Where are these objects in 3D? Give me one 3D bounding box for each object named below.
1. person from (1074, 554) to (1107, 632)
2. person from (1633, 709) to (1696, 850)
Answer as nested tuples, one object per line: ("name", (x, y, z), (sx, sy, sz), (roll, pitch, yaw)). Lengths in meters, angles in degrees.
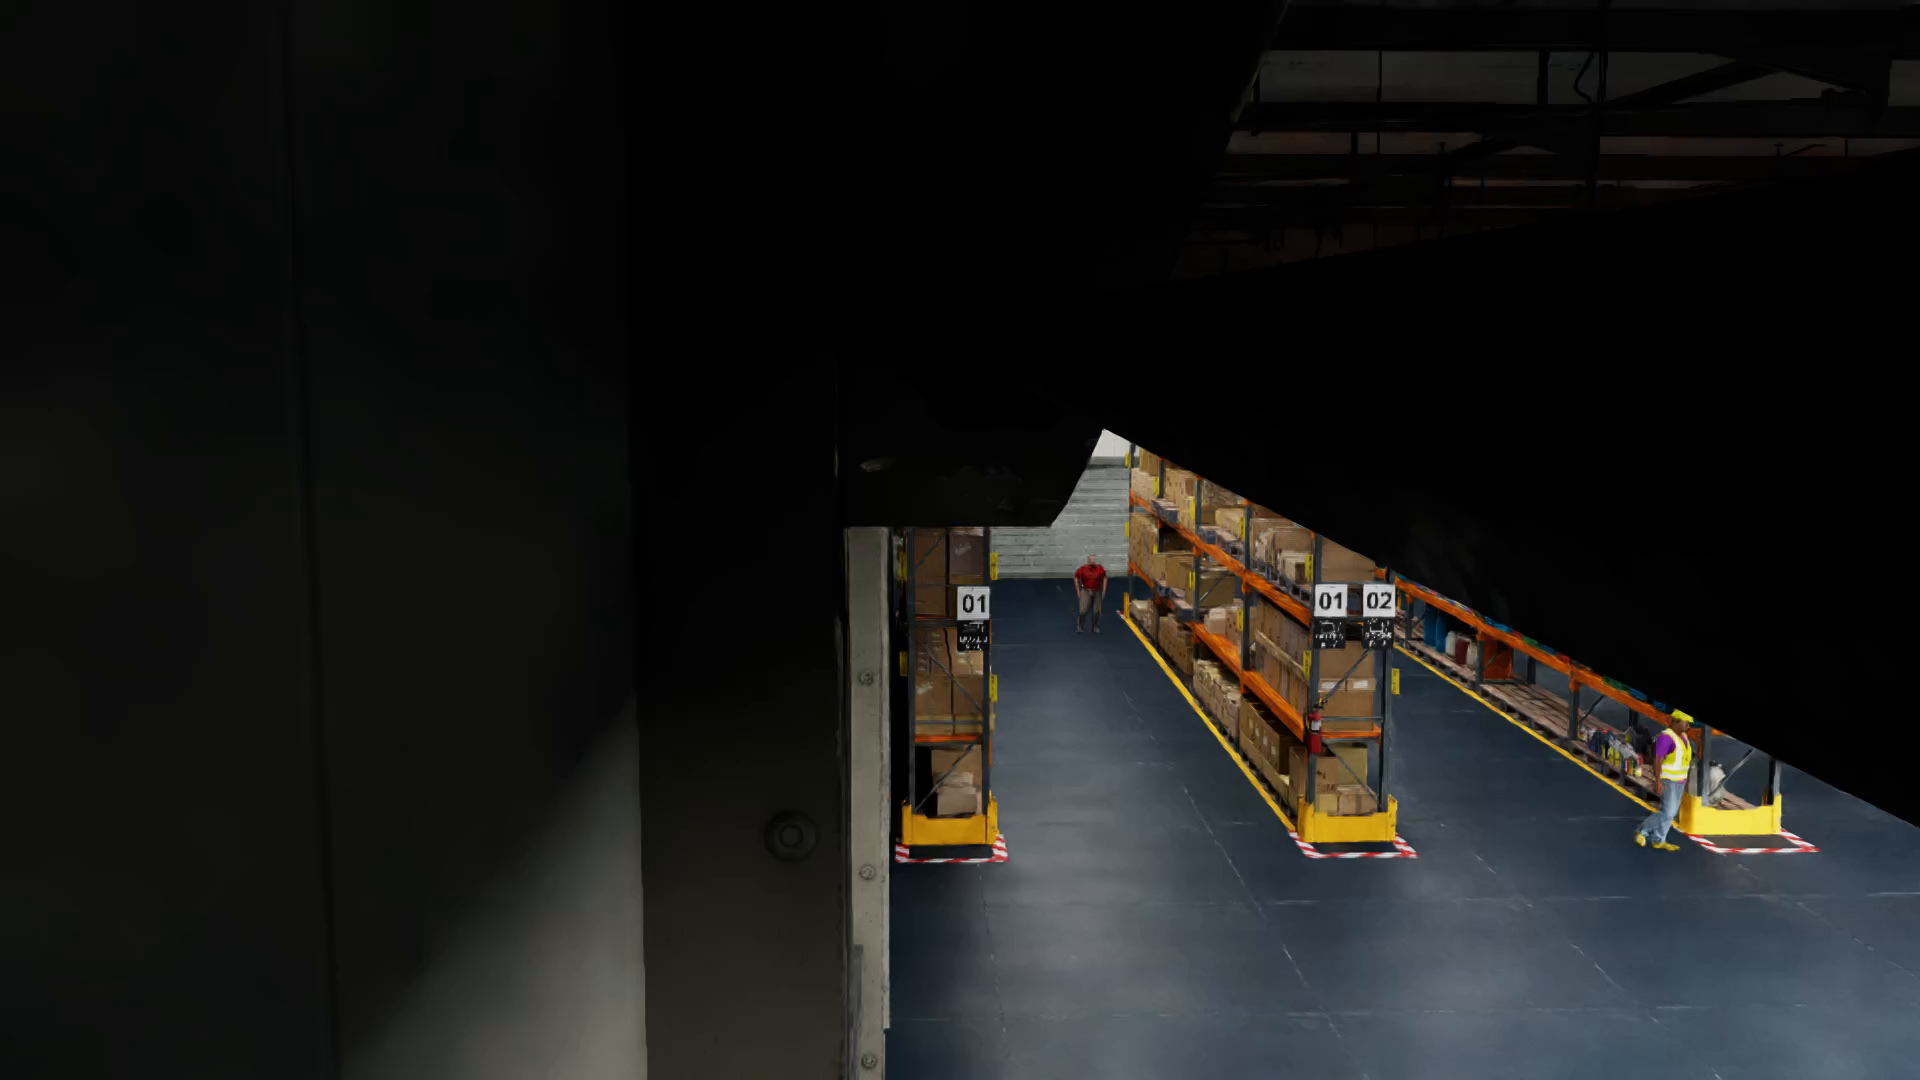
("person", (2.701, 1.095, 34.470), (0.683, 1.675, 0.531), (0, 7, -4))
("person", (8.545, 2.896, 20.152), (0.737, 1.744, 0.534), (-6, 10, -40))
